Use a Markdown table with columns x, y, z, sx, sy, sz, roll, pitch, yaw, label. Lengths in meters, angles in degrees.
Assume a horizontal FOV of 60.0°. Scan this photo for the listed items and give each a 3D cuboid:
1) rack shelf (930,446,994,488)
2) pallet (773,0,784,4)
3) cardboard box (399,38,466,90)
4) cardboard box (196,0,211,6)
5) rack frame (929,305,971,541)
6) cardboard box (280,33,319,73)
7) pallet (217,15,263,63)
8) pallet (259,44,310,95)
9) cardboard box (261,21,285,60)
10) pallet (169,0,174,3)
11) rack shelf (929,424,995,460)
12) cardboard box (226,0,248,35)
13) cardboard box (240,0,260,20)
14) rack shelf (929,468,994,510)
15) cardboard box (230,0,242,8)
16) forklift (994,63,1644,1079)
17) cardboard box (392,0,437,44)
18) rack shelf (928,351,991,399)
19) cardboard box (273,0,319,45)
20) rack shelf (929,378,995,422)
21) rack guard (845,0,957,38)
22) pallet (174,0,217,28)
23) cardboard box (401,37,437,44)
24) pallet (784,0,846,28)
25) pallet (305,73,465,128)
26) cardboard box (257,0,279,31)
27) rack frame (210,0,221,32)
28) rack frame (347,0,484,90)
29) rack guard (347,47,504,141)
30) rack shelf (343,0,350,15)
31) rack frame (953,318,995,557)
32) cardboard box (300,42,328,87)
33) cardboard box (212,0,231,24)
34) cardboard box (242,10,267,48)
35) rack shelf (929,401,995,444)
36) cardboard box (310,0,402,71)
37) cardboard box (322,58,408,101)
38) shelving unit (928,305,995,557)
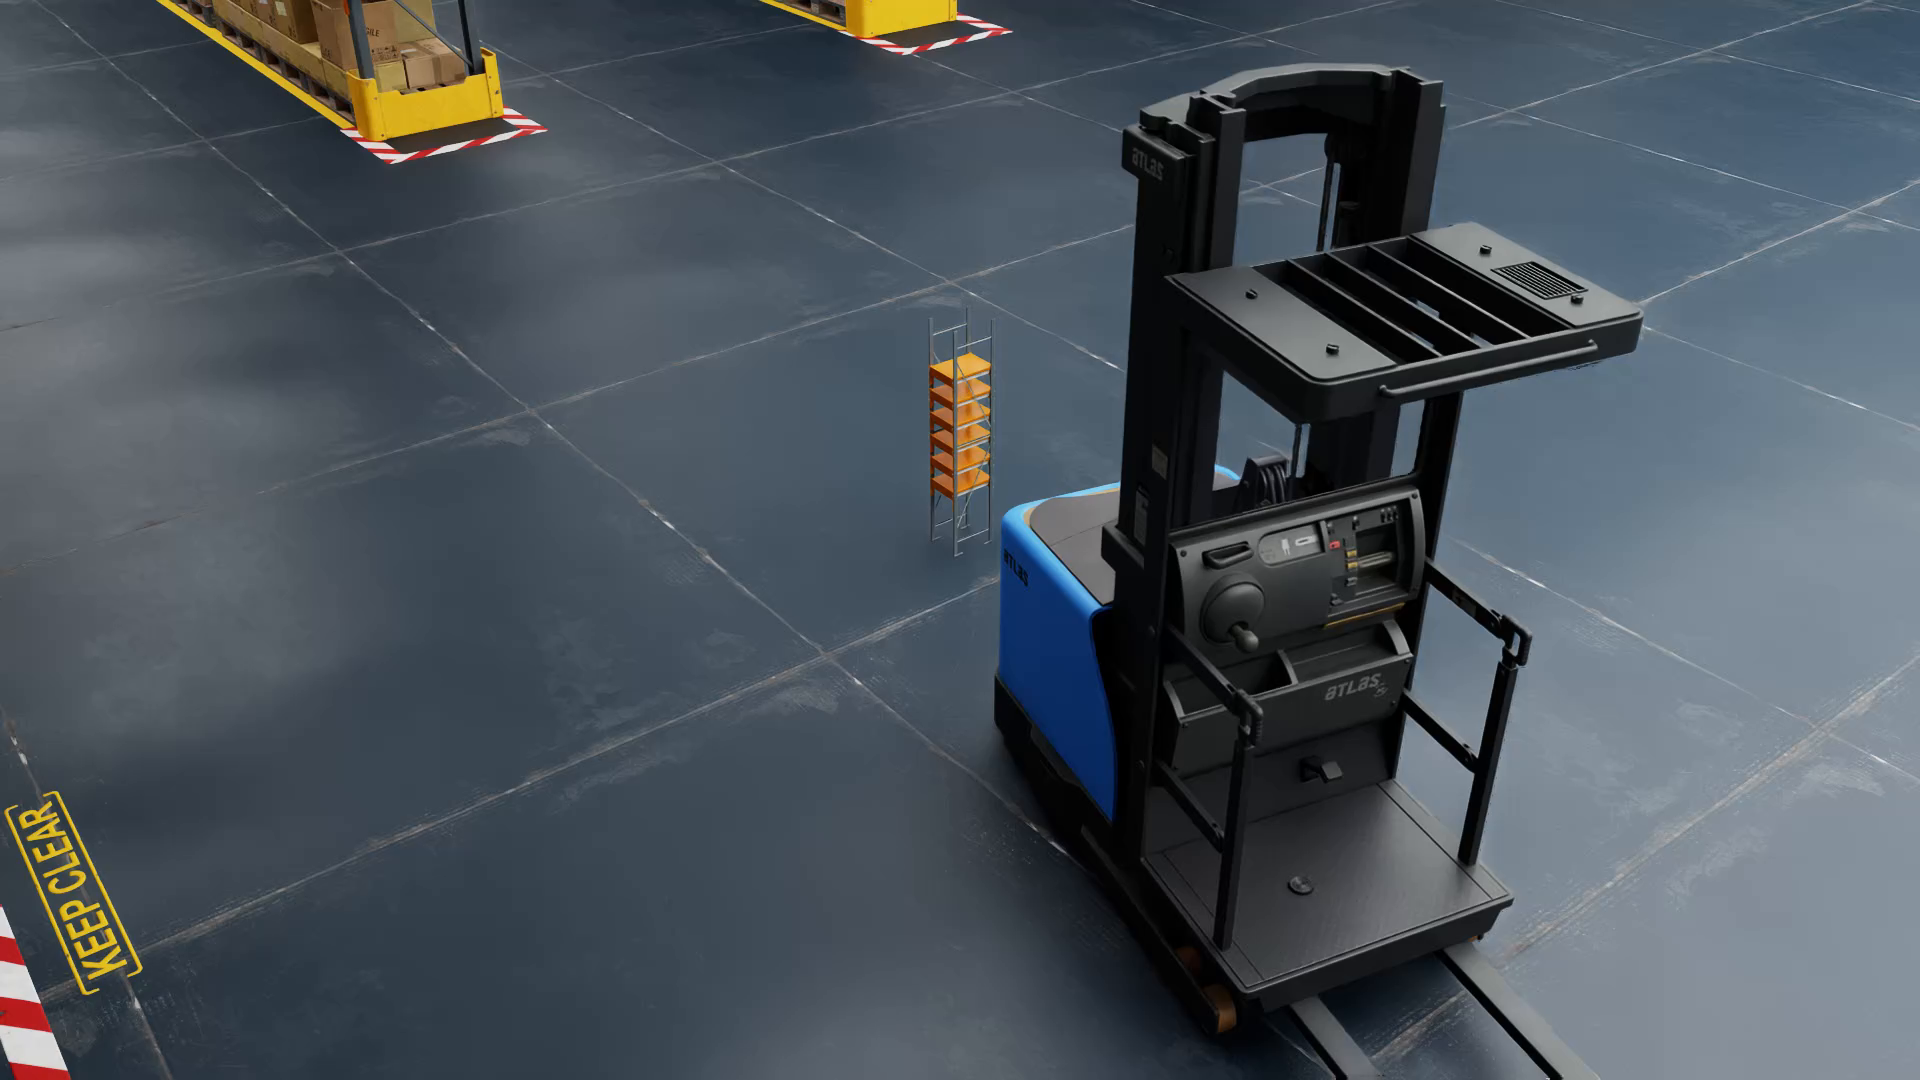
| x | y | z | sx | sy | sz | roll | pitch | yaw | label |
| --- | --- | --- | --- | --- | --- | --- | --- | --- | --- |
| 0.009 | -0.364 | 8.010 | 0.258 | 0.103 | 0.180 | -22 | 38 | -31 | rack shelf |
| -1.809 | -6.032 | 17.762 | 1.003 | 0.211 | 1.213 | -22 | 38 | -31 | pallet |
| -4.556 | -4.056 | 14.146 | 0.500 | 0.250 | 0.500 | -22 | 38 | -31 | cardboard box |
| -7.339 | -5.507 | 16.482 | 0.500 | 0.250 | 0.500 | -23 | 38 | -32 | cardboard box |
| -0.047 | -0.542 | 7.985 | 0.240 | 1.200 | 0.006 | -22 | 38 | -31 | rack frame |
| -5.589 | -4.301 | 14.540 | 0.500 | 0.250 | 0.500 | -22 | 38 | -31 | cardboard box |
| -6.401 | -4.888 | 15.920 | 1.003 | 0.211 | 1.213 | -22 | 38 | -31 | pallet |
| -5.649 | -4.379 | 15.101 | 1.003 | 0.211 | 1.213 | -22 | 38 | -31 | pallet |
| -5.894 | -4.510 | 14.876 | 0.500 | 0.250 | 0.500 | -22 | 38 | -31 | cardboard box |
| -8.091 | -6.036 | 17.769 | 1.003 | 0.211 | 1.213 | -22 | 38 | -31 | pallet |
| 0.009 | -0.466 | 7.947 | 0.258 | 0.103 | 0.180 | -22 | 38 | -31 | rack shelf |
| -6.508 | -4.926 | 15.547 | 0.500 | 0.250 | 0.500 | -22 | 38 | -31 | cardboard box |
| -6.205 | -5.035 | 15.011 | 0.500 | 0.500 | 0.500 | -22 | 38 | -31 | cardboard box |
| 0.009 | -0.262 | 8.074 | 0.258 | 0.103 | 0.180 | -22 | 38 | -31 | rack shelf |
| -6.506 | -5.246 | 15.351 | 0.500 | 0.500 | 0.500 | -22 | 38 | -31 | cardboard box |
| 1.200 | 0.151 | 5.229 | 1.130 | 2.935 | 3.031 | -13 | 34 | -20 | forklift |
| -4.864 | -4.583 | 14.283 | 0.500 | 0.500 | 0.500 | -22 | 38 | -31 | cardboard box |
| 0.009 | -0.772 | 7.757 | 0.258 | 0.103 | 0.180 | -22 | 38 | -31 | rack shelf |
| -5.591 | -4.619 | 14.341 | 0.500 | 0.500 | 0.500 | -22 | 38 | -31 | cardboard box |
| 0.009 | -0.670 | 7.821 | 0.258 | 0.103 | 0.180 | -22 | 38 | -31 | rack shelf |
| -0.572 | -5.306 | 16.319 | 1.175 | 0.500 | 0.348 | -22 | 38 | -31 | rack guard |
| -7.338 | -5.527 | 16.949 | 1.003 | 0.211 | 1.213 | -22 | 38 | -31 | pallet |
| -4.865 | -4.263 | 14.480 | 0.500 | 0.250 | 0.500 | -22 | 38 | -31 | cardboard box |
| -1.065 | -5.524 | 16.943 | 1.003 | 0.211 | 1.213 | -22 | 38 | -31 | pallet |
| -4.905 | -3.871 | 14.283 | 1.003 | 0.211 | 1.213 | -22 | 38 | -31 | pallet |
| -5.897 | -4.827 | 14.677 | 0.500 | 0.500 | 0.500 | -22 | 38 | -31 | cardboard box |
| -6.856 | -6.417 | 15.740 | 1.000 | 3.000 | 0.127 | -22 | 38 | -31 | rack frame |
| -4.403 | -4.750 | 13.056 | 1.000 | 3.000 | 0.127 | -22 | 38 | -31 | rack frame |
| -4.388 | -3.679 | 13.699 | 1.175 | 0.500 | 0.348 | -22 | 38 | -31 | rack guard |
| -5.629 | -5.278 | 14.587 | 1.077 | 0.370 | 4.000 | -22 | 38 | -31 | rack shelf |
| 0.065 | -0.466 | 7.862 | 0.240 | 1.200 | 0.006 | -22 | 38 | -31 | rack frame |
| -5.281 | -4.093 | 14.205 | 0.500 | 0.250 | 0.500 | -22 | 38 | -31 | cardboard box |
| -6.811 | -5.136 | 15.885 | 0.500 | 0.250 | 0.500 | -22 | 38 | -31 | cardboard box |
| -6.206 | -4.716 | 15.209 | 0.500 | 0.250 | 0.500 | -22 | 38 | -31 | cardboard box |
| 0.009 | -0.568 | 7.884 | 0.258 | 0.103 | 0.180 | -22 | 38 | -31 | rack shelf |
| -4.967 | -4.207 | 13.677 | 0.500 | 0.500 | 0.500 | -22 | 38 | -31 | cardboard box |
| -4.965 | -3.889 | 13.876 | 0.500 | 0.250 | 0.500 | -22 | 38 | -31 | cardboard box |
| 0.009 | -0.504 | 7.924 | 0.258 | 1.200 | 0.189 | -22 | 38 | -31 | shelving unit |
